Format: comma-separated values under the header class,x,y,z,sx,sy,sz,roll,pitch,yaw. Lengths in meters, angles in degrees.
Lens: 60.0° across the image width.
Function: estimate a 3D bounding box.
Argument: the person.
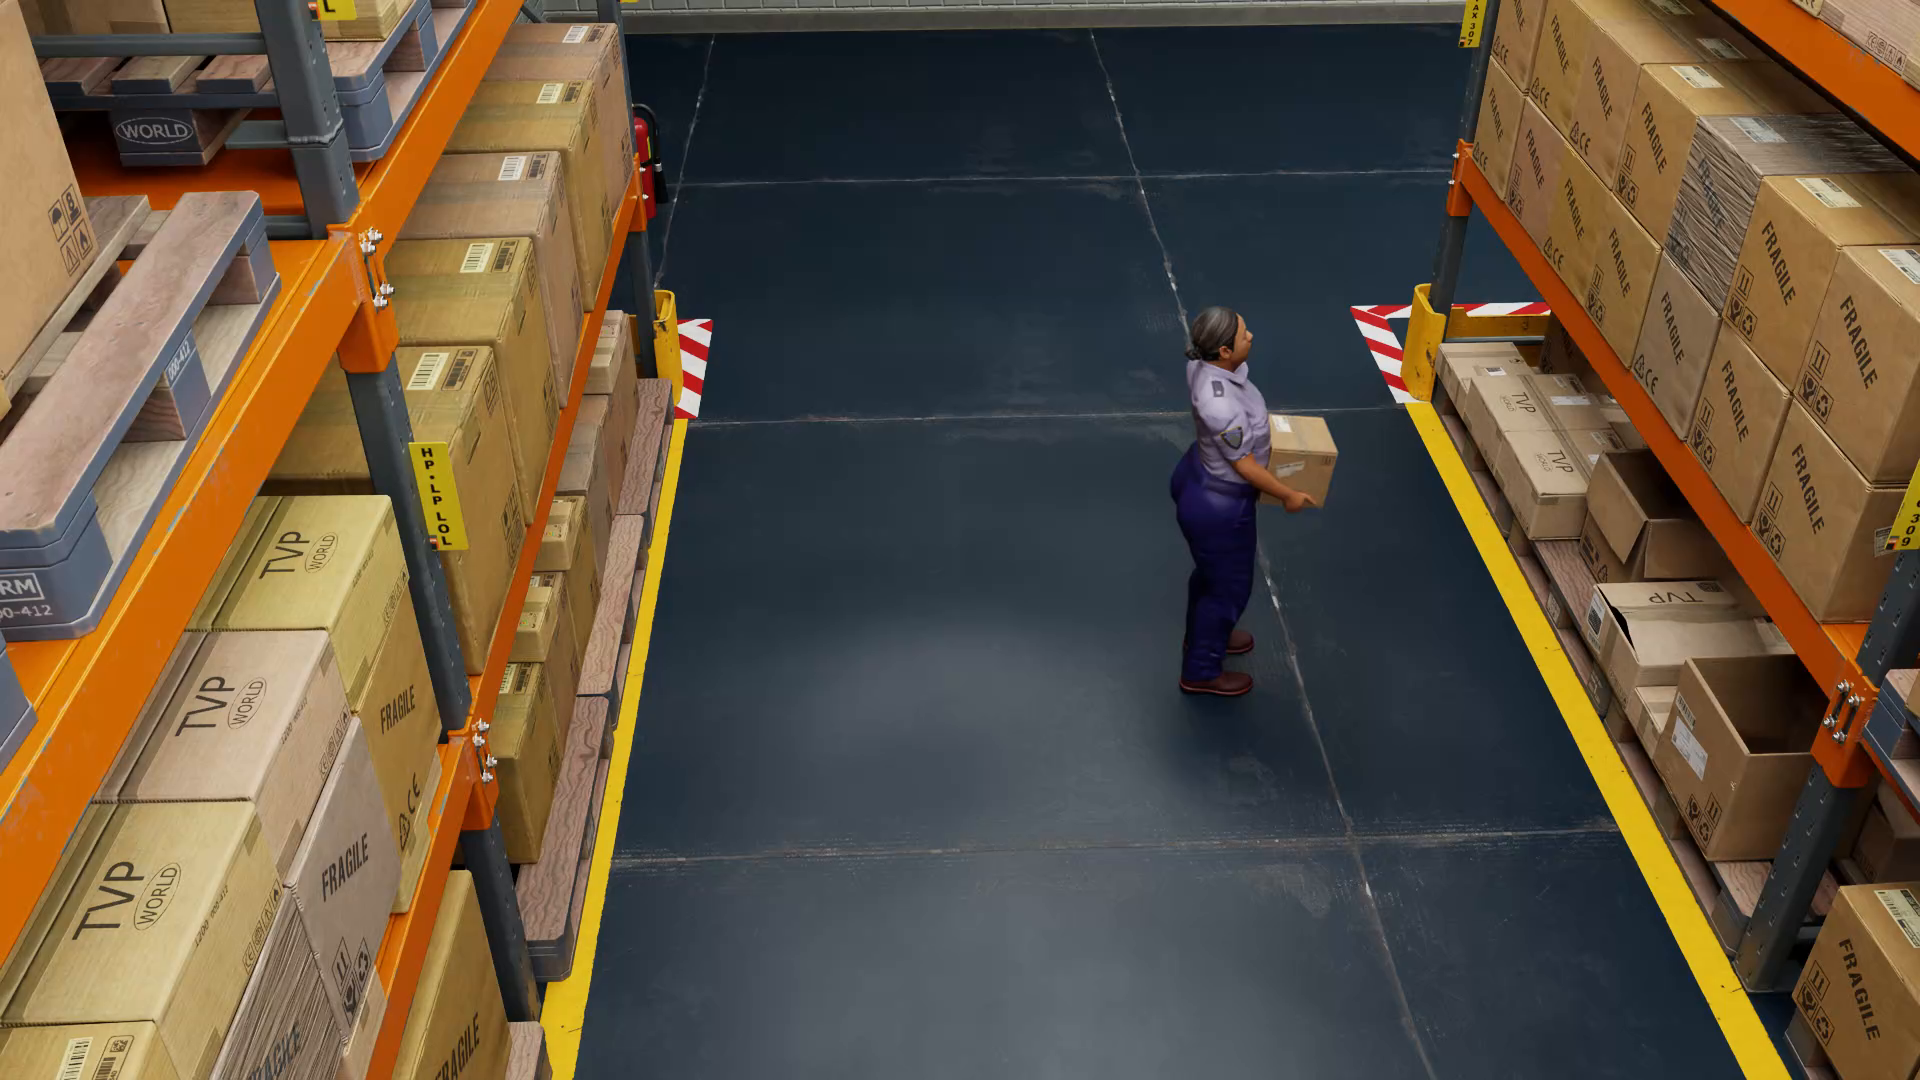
class,x,y,z,sx,sy,sz,roll,pitch,yaw
person,1.069,-0.157,6.388,0.515,1.634,0.452,-1,35,-2
